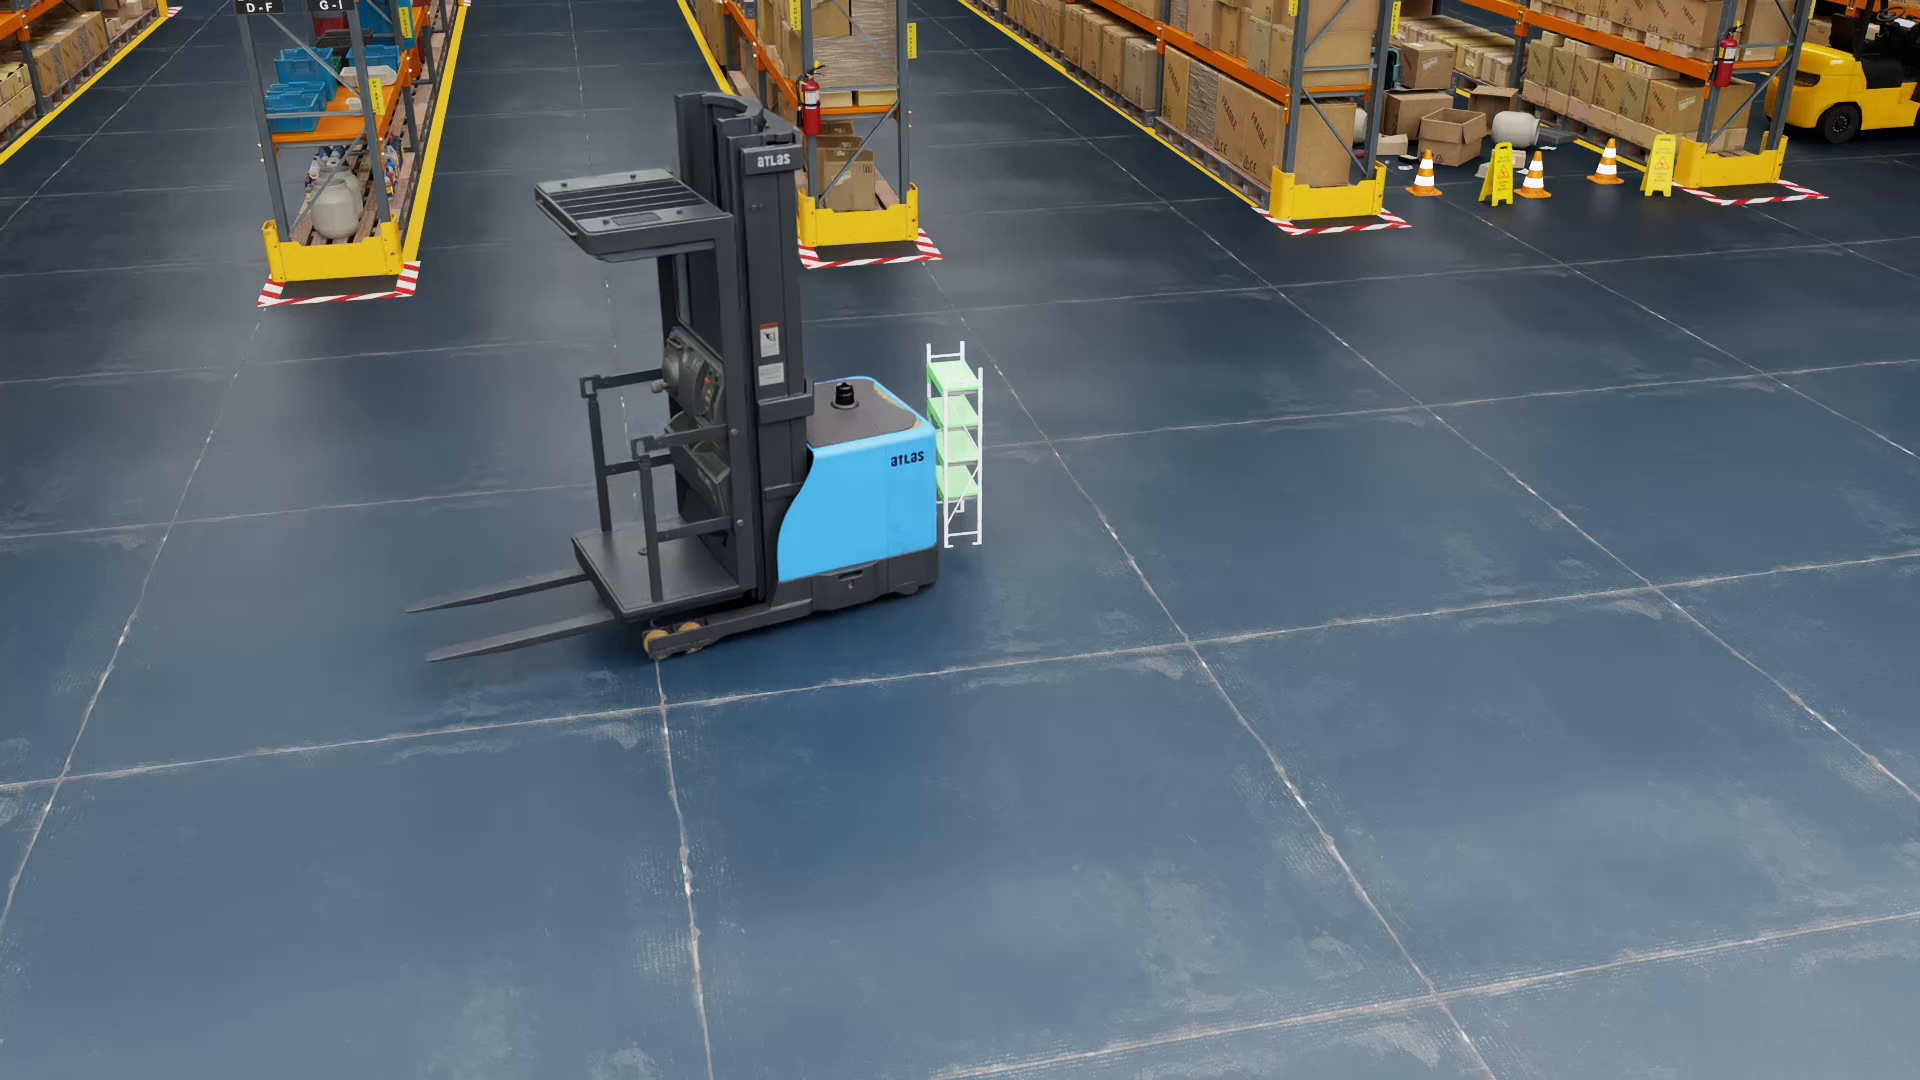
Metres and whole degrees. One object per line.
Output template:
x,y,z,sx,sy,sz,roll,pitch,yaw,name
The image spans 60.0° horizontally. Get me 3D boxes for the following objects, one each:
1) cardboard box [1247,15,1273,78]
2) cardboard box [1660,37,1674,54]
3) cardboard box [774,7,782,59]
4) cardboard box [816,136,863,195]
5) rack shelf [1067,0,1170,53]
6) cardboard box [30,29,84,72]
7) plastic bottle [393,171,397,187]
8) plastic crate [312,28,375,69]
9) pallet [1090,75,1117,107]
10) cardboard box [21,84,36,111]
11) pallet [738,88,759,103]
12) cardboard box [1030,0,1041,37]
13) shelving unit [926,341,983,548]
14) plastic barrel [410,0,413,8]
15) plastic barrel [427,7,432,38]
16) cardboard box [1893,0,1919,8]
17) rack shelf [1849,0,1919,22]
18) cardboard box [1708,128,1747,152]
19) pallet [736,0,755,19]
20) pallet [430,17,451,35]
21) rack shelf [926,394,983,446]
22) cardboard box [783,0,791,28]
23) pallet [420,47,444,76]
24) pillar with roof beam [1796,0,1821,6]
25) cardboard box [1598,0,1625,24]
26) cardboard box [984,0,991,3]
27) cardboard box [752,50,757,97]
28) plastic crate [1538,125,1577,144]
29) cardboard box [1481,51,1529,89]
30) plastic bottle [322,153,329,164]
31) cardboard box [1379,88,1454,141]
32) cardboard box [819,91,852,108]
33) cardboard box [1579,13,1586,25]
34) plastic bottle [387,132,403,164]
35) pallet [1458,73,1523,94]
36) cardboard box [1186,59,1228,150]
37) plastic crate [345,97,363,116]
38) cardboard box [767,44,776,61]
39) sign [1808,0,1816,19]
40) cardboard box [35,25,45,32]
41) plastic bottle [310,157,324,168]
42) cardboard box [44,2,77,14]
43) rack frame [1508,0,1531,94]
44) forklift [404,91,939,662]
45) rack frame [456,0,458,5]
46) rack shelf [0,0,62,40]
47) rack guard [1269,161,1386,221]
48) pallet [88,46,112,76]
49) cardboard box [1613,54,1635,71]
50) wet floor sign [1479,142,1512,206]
3.582,-5.269,17.694,0.875,0.550,0.550,-6,27,-12,cardboard box
8.160,-5.597,18.788,0.380,0.149,0.250,-6,27,-12,cardboard box
-1.499,-5.419,17.716,0.875,0.500,0.500,-6,27,-12,cardboard box
-1.292,-3.952,17.558,0.500,0.500,0.500,1,27,2,cardboard box
2.503,-7.118,22.321,1.077,0.370,4.000,-6,27,-12,rack shelf
-12.634,-6.841,23.260,0.500,0.500,0.500,-7,28,-13,cardboard box
-6.053,-3.855,17.676,0.097,0.201,0.097,0,27,0,plastic bottle
-6.733,-5.328,18.046,0.767,0.338,0.504,-6,27,-12,plastic crate
2.428,-6.184,22.767,1.003,0.211,1.213,-6,27,-12,pallet
-12.099,-5.607,21.115,0.500,0.250,0.500,-5,27,-10,cardboard box
-2.357,-5.735,21.878,1.003,0.211,1.213,-6,27,-12,pallet
1.401,-8.109,25.796,0.500,0.500,0.500,-7,28,-14,cardboard box
-0.037,-0.608,10.624,0.258,1.200,0.503,-6,27,-12,shelving unit
-7.188,-6.974,21.115,0.421,0.512,0.421,0,27,0,plastic barrel
-8.424,-8.121,25.373,0.600,0.901,0.708,-6,27,-12,plastic barrel
12.568,-7.210,21.594,0.500,0.500,0.500,-5,27,-11,cardboard box
13.040,-6.414,20.927,1.077,0.370,4.000,-6,27,-12,rack shelf
8.743,-4.694,19.306,0.500,0.250,0.500,-6,27,-12,cardboard box
-2.317,-6.907,21.318,1.003,0.211,1.213,-6,27,-12,pallet
-8.733,-8.184,26.731,1.003,0.211,1.213,-6,27,-12,pallet
-0.037,-0.766,10.544,0.258,0.148,0.480,-6,27,-12,rack shelf
-1.483,-5.404,16.578,0.500,0.500,0.500,-6,27,-12,cardboard box
-8.118,-6.986,24.357,1.003,0.211,1.213,-6,27,-12,pallet
8.665,-11.130,22.813,9.100,9.000,0.400,-6,27,-12,pillar with roof beam
7.951,-6.404,19.668,0.500,0.500,0.500,-6,27,-11,cardboard box
0.631,-9.357,28.657,0.380,0.149,0.250,-7,28,-13,cardboard box
-2.360,-6.155,21.902,0.700,0.500,0.500,-4,27,-7,cardboard box
7.309,-5.032,20.630,0.402,0.080,0.583,-16,31,-29,plastic crate
7.633,-6.352,22.456,0.950,0.372,0.625,-6,27,-11,cardboard box
-6.837,-4.037,17.958,0.097,0.271,0.097,0,27,0,plastic bottle
5.574,-5.222,20.386,0.797,0.637,0.503,-6,27,-12,cardboard box
-1.265,-4.337,16.293,0.380,0.149,0.250,-6,27,-12,cardboard box
7.822,-6.380,20.339,0.380,0.149,0.250,-6,27,-12,cardboard box
-6.301,-4.359,18.508,0.144,0.351,0.185,-7,28,-13,plastic bottle
7.577,-6.204,22.808,1.003,0.211,1.213,-6,27,-12,pallet
3.234,-5.121,19.459,0.875,0.875,0.875,-6,27,-11,cardboard box
-5.714,-4.150,15.936,0.298,0.136,0.250,-6,27,-12,plastic crate
-1.937,-5.424,18.445,0.380,0.149,0.250,-6,27,-12,cardboard box
9.184,-5.793,17.938,0.100,0.325,0.005,-6,27,-12,sign
-13.249,-6.999,23.574,0.500,0.500,0.500,-6,27,-11,cardboard box
-6.769,-3.865,17.529,0.144,0.351,0.185,-5,27,-9,plastic bottle
-13.761,-7.911,25.380,0.500,0.500,0.500,-6,27,-12,cardboard box
7.754,-7.108,21.503,1.000,3.000,0.127,-6,27,-12,rack frame
-1.679,-0.902,9.284,3.031,2.935,1.130,-13,30,-24,forklift
-9.431,-10.866,28.950,1.000,3.000,0.127,-6,27,-12,rack frame
-12.906,-7.410,22.900,1.077,0.370,4.000,-6,27,-12,rack shelf
3.861,-3.678,17.483,1.175,0.500,0.348,-6,27,-12,rack guard
-13.136,-7.011,24.406,1.003,0.211,1.213,-6,27,-12,pallet
7.961,-5.642,19.633,0.380,0.149,0.250,-5,27,-9,cardboard box
5.791,-3.942,17.844,0.267,0.644,0.232,-11,29,-20,wet floor sign
